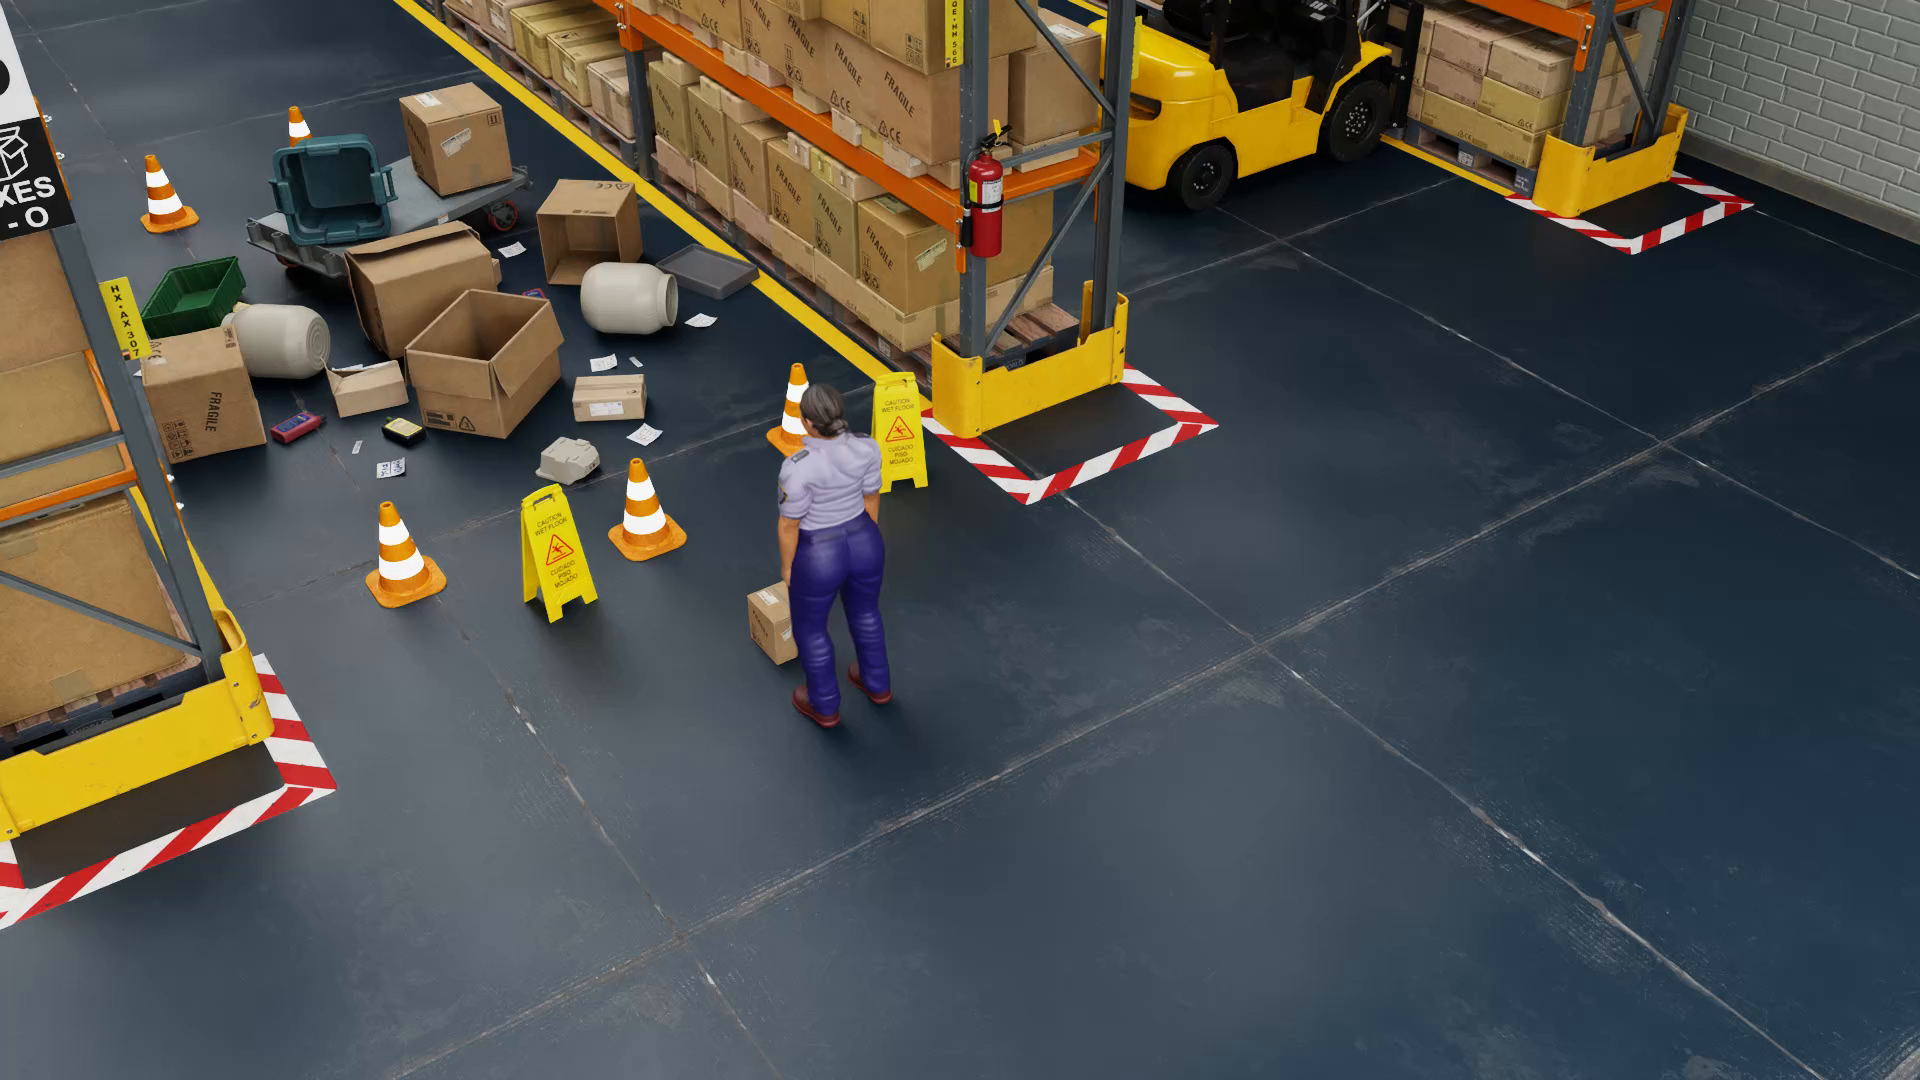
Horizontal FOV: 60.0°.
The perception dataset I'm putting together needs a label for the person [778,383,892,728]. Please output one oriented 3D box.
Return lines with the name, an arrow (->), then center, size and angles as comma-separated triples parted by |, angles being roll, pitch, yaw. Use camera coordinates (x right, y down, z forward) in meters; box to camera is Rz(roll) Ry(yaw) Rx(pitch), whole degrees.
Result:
person -> -0.547, 0.058, 6.944 | 0.469, 1.643, 0.342 | -22, 42, -27
